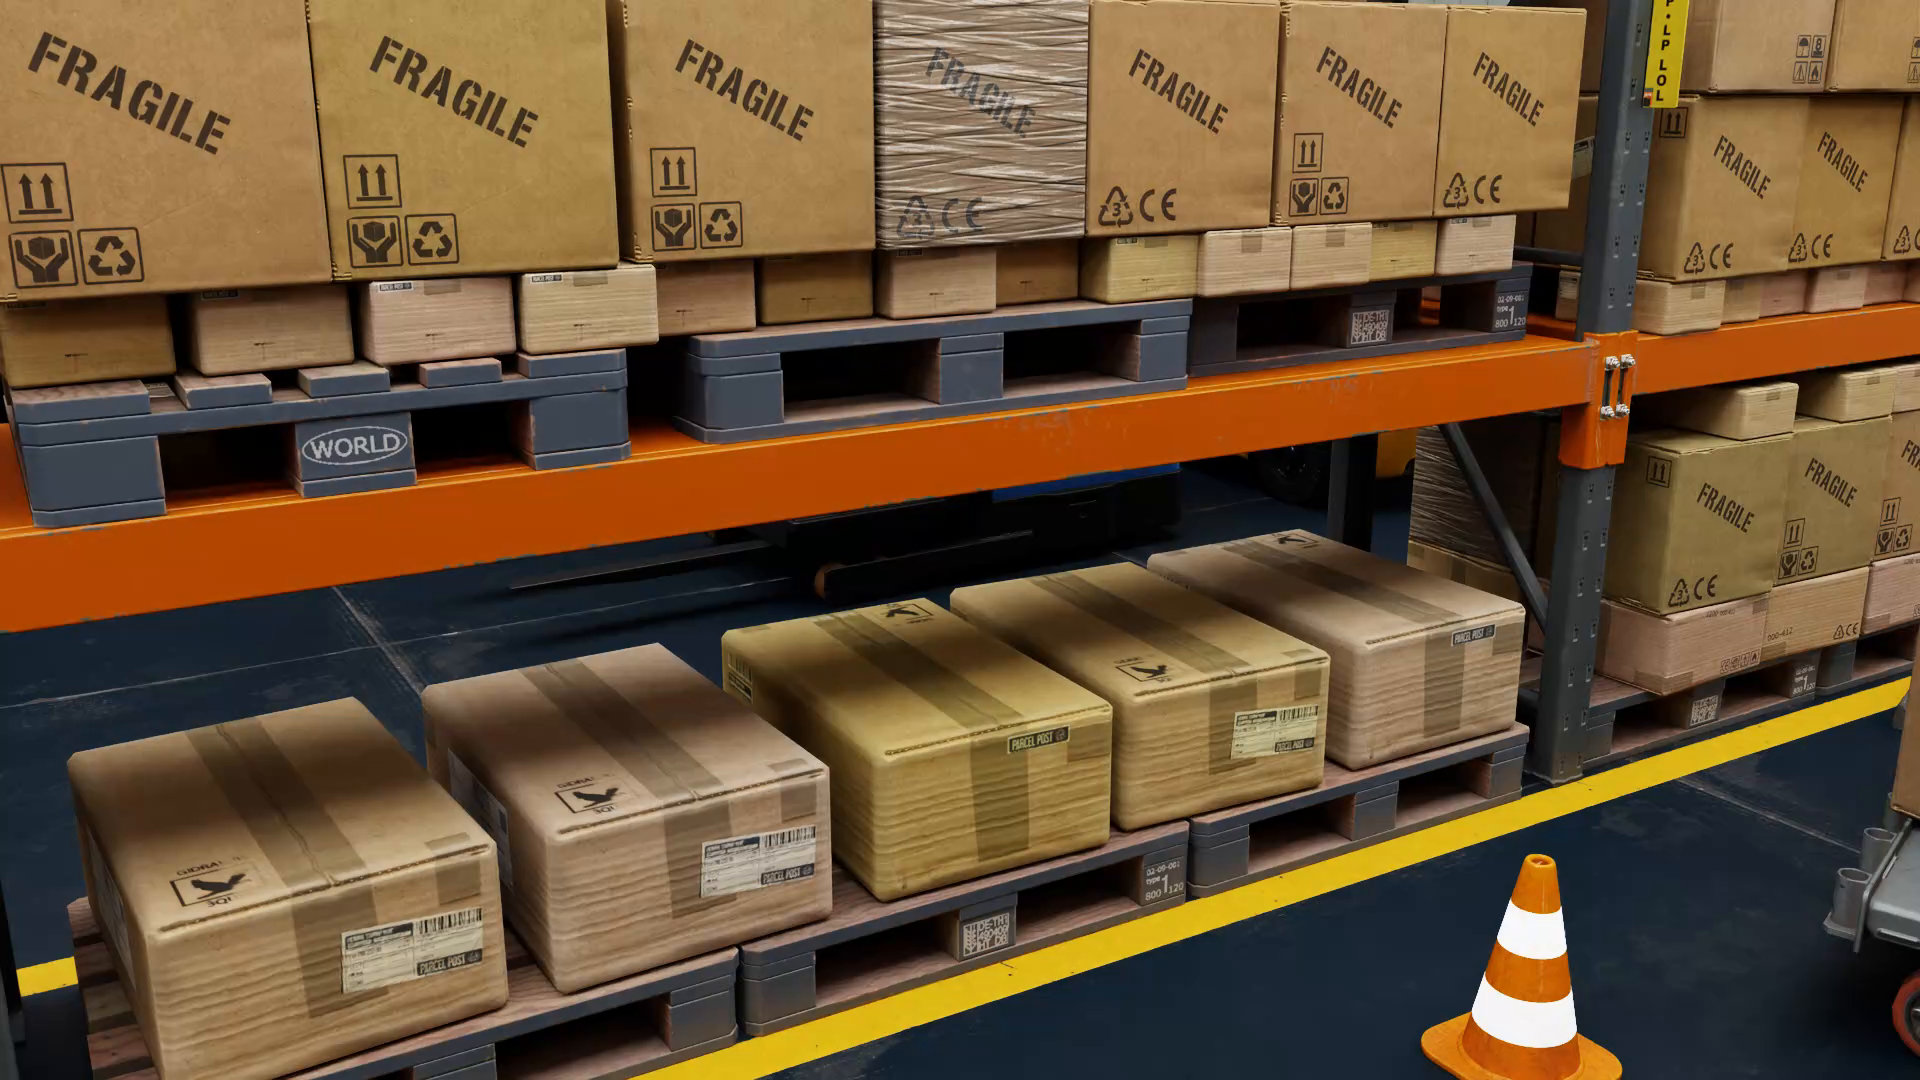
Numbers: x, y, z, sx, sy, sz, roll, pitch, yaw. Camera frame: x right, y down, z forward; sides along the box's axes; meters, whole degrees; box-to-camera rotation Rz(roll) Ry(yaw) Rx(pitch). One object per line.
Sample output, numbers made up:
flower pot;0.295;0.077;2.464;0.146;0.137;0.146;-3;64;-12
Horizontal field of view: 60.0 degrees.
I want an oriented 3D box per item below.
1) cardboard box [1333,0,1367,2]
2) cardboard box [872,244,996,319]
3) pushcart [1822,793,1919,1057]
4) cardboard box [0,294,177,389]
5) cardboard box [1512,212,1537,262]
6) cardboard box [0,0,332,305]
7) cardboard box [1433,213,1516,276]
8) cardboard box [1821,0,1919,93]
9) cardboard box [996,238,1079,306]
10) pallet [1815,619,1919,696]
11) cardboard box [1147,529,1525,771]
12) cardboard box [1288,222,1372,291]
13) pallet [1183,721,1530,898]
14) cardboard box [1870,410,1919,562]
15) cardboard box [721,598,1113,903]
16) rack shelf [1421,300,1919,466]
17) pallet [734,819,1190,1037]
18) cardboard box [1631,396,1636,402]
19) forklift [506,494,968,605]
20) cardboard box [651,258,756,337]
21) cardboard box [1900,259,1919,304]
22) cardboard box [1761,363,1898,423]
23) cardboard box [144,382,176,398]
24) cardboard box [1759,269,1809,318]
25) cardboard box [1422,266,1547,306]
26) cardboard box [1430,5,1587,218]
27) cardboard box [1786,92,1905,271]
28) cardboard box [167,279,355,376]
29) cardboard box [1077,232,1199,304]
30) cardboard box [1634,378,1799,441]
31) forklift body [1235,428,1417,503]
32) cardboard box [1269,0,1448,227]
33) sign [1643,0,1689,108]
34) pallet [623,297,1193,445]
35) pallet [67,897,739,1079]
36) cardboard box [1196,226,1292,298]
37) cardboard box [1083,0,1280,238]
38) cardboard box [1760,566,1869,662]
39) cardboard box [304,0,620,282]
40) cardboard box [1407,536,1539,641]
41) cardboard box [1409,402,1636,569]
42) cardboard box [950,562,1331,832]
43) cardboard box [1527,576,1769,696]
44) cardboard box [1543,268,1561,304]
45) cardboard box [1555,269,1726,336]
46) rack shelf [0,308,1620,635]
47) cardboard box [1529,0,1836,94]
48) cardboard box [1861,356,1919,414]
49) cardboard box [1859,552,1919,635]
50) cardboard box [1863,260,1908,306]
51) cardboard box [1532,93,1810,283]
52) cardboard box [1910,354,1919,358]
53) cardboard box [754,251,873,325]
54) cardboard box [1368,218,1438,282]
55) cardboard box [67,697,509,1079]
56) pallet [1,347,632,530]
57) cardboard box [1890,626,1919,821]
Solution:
cardboard box;0.937;-1.569;4.733;0.250;0.149;0.380;-9;18;-30
cardboard box;-0.122;-0.587;3.635;0.250;0.149;0.380;-9;18;-28
pushcart;2.739;0.937;3.369;1.648;0.377;0.936;12;20;37
cardboard box;-1.532;-0.374;2.874;0.250;0.149;0.380;-10;19;-33
cardboard box;1.775;-1.157;5.244;0.500;0.500;0.500;-10;18;-31
cardboard box;-1.402;-0.693;2.811;0.500;0.500;0.500;-10;18;-31
cardboard box;1.223;-0.792;4.367;0.250;0.149;0.380;-9;18;-29
cardboard box;2.460;-1.596;4.958;0.500;0.500;0.700;-9;18;-29
cardboard box;0.063;-0.641;3.827;0.250;0.149;0.380;-10;18;-32
pallet;3.127;0.224;6.220;1.213;0.211;1.003;-9;18;-30
cardboard box;1.074;0.290;4.908;0.625;0.372;0.950;-9;18;-29
cardboard box;0.786;-0.716;4.093;0.250;0.149;0.380;-10;18;-31
pallet;0.856;0.605;4.861;1.213;0.211;1.003;-9;18;-30
cardboard box;3.065;-0.254;5.686;0.500;0.500;0.500;-8;18;-27
cardboard box;-0.136;0.488;4.203;0.625;0.372;0.950;-9;18;-28
rack shelf;3.237;-0.778;5.961;4.000;0.370;1.077;-9;18;-30
pallet;-0.191;0.775;4.253;1.213;0.211;1.003;-9;18;-30
cardboard box;2.326;-0.301;5.854;0.500;0.500;0.500;-9;18;-29
forklift;-0.525;-1.320;6.690;3.031;2.935;1.121;-10;19;-32
cardboard box;-0.601;-0.518;3.387;0.250;0.149;0.380;-8;18;-26
cardboard box;3.059;-0.871;5.424;0.250;0.149;0.380;-9;18;-29
cardboard box;2.745;-0.493;5.337;0.250;0.149;0.380;-8;18;-28
cardboard box;-3.924;-0.581;7.546;0.625;0.625;0.875;-9;18;-28
cardboard box;2.359;-0.786;5.123;0.250;0.149;0.380;-9;18;-30
cardboard box;1.641;-0.841;5.317;0.250;0.149;0.380;-9;18;-30
cardboard box;1.244;-1.123;4.344;0.500;0.500;0.500;-10;18;-31
cardboard box;2.461;-1.110;5.075;0.500;0.500;0.500;-9;18;-30
cardboard box;-1.273;-0.405;2.986;0.250;0.149;0.380;-11;19;-33
cardboard box;0.341;-0.654;3.873;0.250;0.149;0.380;-9;18;-30
cardboard box;2.305;-0.421;5.080;0.250;0.149;0.380;-9;18;-29
forklift body;1.706;-1.456;8.619;1.214;2.155;2.313;-9;18;-30
cardboard box;0.820;-1.054;4.097;0.500;0.500;0.500;-9;18;-29
sign;1.811;-1.276;4.260;0.005;0.325;0.100;-9;18;-30
pallet;-0.231;-0.483;3.930;1.213;0.211;1.003;-9;18;-30
pallet;-1.236;0.944;3.651;1.213;0.211;1.003;-9;18;-30
cardboard box;0.569;-0.679;3.964;0.250;0.149;0.380;-9;18;-29
cardboard box;0.375;-0.983;3.846;0.500;0.500;0.500;-9;18;-28
cardboard box;2.619;0.179;5.531;0.500;0.250;0.500;-8;18;-27
cardboard box;-0.959;-0.767;3.075;0.500;0.500;0.500;-8;18;-27
cardboard box;1.891;0.131;5.702;0.500;0.250;0.500;-8;18;-27
cardboard box;1.891;-0.230;5.600;0.500;0.500;0.500;-9;18;-30
cardboard box;0.459;0.391;4.549;0.625;0.372;0.950;-8;18;-26
cardboard box;2.167;0.256;5.257;0.500;0.250;0.500;-10;19;-32
cardboard box;1.851;-0.877;5.447;0.250;0.149;0.380;-9;18;-28
cardboard box;1.957;-0.695;4.798;0.250;0.149;0.380;-9;18;-30
rack shelf;-0.192;-0.222;3.978;4.000;0.370;1.077;-9;18;-30
cardboard box;2.011;-1.530;4.723;0.500;0.500;0.700;-9;18;-30
cardboard box;2.974;-0.531;5.473;0.250;0.149;0.380;-8;18;-27
cardboard box;3.072;0.105;5.796;0.500;0.250;0.500;-9;18;-30
cardboard box;2.802;-0.857;5.375;0.250;0.149;0.380;-9;18;-30
cardboard box;2.043;-1.035;4.807;0.500;0.500;0.500;-9;18;-30
cardboard box;3.651;-0.517;6.622;0.500;0.500;0.500;-10;19;-32
cardboard box;-0.379;-0.566;3.559;0.250;0.149;0.380;-8;18;-28
cardboard box;0.988;-0.760;4.250;0.250;0.149;0.380;-10;18;-31
cardboard box;-1.417;0.696;3.459;0.625;0.372;0.950;-11;19;-33
pallet;-1.351;-0.322;3.356;1.003;0.211;1.213;-9;18;-30
cardboard box;2.465;0.400;3.653;0.500;0.500;0.500;-9;18;-30
